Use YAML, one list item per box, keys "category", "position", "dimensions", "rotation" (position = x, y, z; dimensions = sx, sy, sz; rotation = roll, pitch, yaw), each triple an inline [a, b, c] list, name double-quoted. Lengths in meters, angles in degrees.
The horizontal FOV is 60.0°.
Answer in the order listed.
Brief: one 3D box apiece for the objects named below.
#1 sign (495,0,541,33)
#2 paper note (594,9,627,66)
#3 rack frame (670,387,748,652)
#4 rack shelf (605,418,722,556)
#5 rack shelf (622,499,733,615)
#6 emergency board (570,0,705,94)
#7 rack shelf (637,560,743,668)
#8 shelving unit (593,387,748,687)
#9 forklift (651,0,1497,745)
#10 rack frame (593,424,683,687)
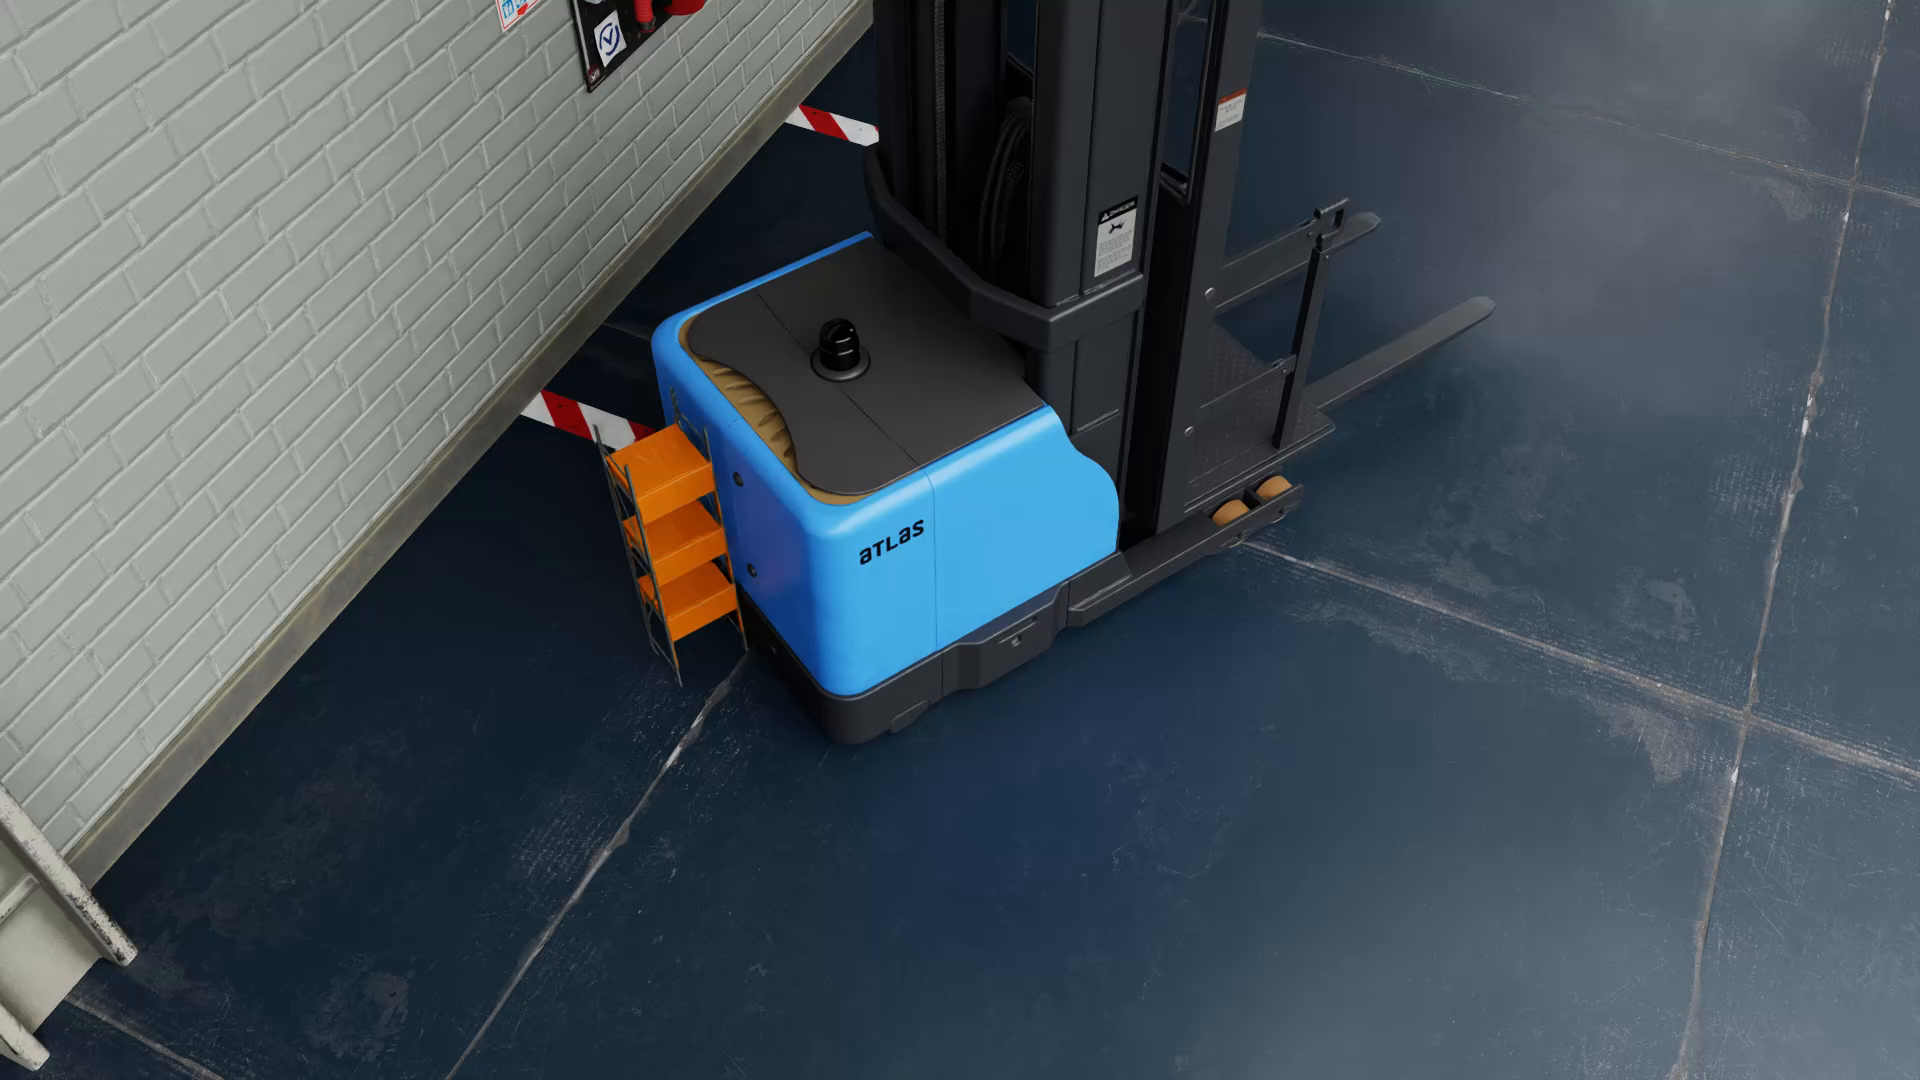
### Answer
- category: "sign"
  position: [-1.424, -1.819, 5.305]
  dimensions: [0.001, 0.329, 0.234]
  rotation: [20, 52, 16]
- category: "paper note"
  position: [-1.232, -1.770, 5.865]
  dimensions: [0.016, 0.148, 0.142]
  rotation: [20, 52, 16]
- category: "rack frame"
  position: [-0.760, -0.035, 5.085]
  dimensions: [0.008, 1.050, 0.200]
  rotation: [-29, 55, -21]
- category: "rack shelf"
  position: [-0.863, -0.155, 4.831]
  dimensions: [0.240, 0.259, 0.215]
  rotation: [-29, 55, -21]
- category: "rack shelf"
  position: [-0.859, 0.027, 5.049]
  dimensions: [0.240, 0.259, 0.215]
  rotation: [-29, 55, -21]
- category: "emergency board"
  position: [-1.094, -2.155, 5.614]
  dimensions: [0.194, 1.169, 0.643]
  rotation: [20, 52, 16]
- category: "rack shelf"
  position: [-0.855, 0.205, 5.263]
  dimensions: [0.240, 0.259, 0.215]
  rotation: [-29, 55, -21]
- category: "shelving unit"
  position: [-0.859, 0.020, 5.041]
  dimensions: [0.252, 1.050, 0.215]
  rotation: [-29, 55, -21]
- category: "forklift"
  position: [0.574, -1.229, 4.871]
  dimensions: [3.031, 2.935, 1.130]
  rotation: [-28, 55, -22]
- category: "rack frame"
  position: [-0.959, 0.075, 4.997]
  dimensions: [0.008, 1.050, 0.200]
  rotation: [-29, 55, -21]
